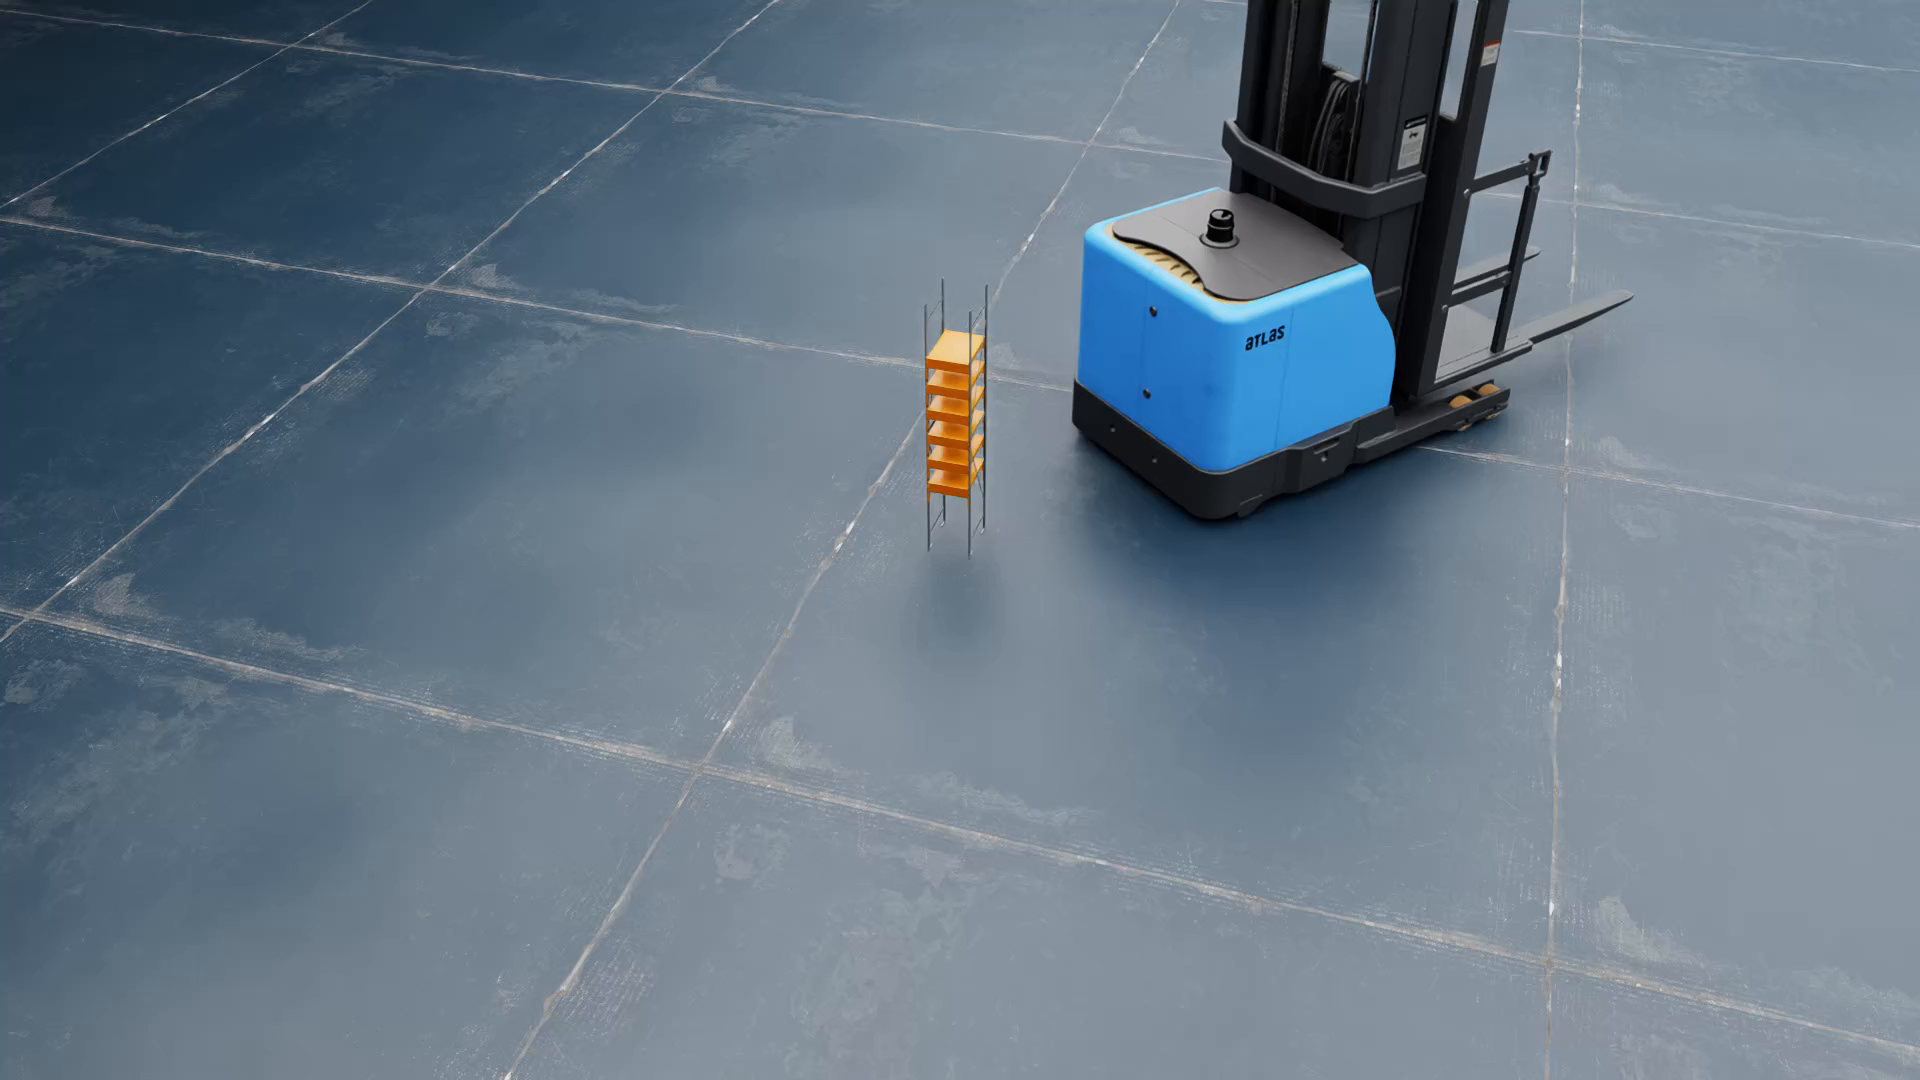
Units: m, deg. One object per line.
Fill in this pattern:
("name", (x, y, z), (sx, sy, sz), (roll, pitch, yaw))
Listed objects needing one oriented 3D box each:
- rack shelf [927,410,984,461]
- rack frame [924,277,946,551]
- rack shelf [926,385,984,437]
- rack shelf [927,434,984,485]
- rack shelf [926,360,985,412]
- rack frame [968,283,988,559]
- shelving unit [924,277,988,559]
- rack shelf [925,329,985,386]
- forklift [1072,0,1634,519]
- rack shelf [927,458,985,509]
("rack shelf", (-0.014, -0.450, 6.924), (0.180, 0.103, 0.258), (10, 38, 14))
("rack frame", (-0.101, -0.502, 6.920), (0.006, 1.200, 0.240), (10, 38, 14))
("rack shelf", (-0.014, -0.547, 6.853), (0.180, 0.103, 0.258), (10, 38, 14))
("rack shelf", (-0.014, -0.353, 6.995), (0.180, 0.103, 0.258), (10, 38, 14))
("rack shelf", (-0.014, -0.643, 6.782), (0.180, 0.103, 0.258), (10, 38, 14))
("rack frame", (0.074, -0.470, 6.876), (0.006, 1.200, 0.240), (10, 38, 14))
("shelving unit", (-0.014, -0.486, 6.898), (0.189, 1.200, 0.258), (10, 38, 14))
("rack shelf", (-0.014, -0.740, 6.711), (0.180, 0.103, 0.258), (10, 38, 14))
("forklift", (2.044, -1.942, 7.416), (3.031, 2.935, 1.130), (-21, 41, -26))
("rack shelf", (-0.014, -0.257, 7.066), (0.180, 0.103, 0.258), (10, 38, 14))
